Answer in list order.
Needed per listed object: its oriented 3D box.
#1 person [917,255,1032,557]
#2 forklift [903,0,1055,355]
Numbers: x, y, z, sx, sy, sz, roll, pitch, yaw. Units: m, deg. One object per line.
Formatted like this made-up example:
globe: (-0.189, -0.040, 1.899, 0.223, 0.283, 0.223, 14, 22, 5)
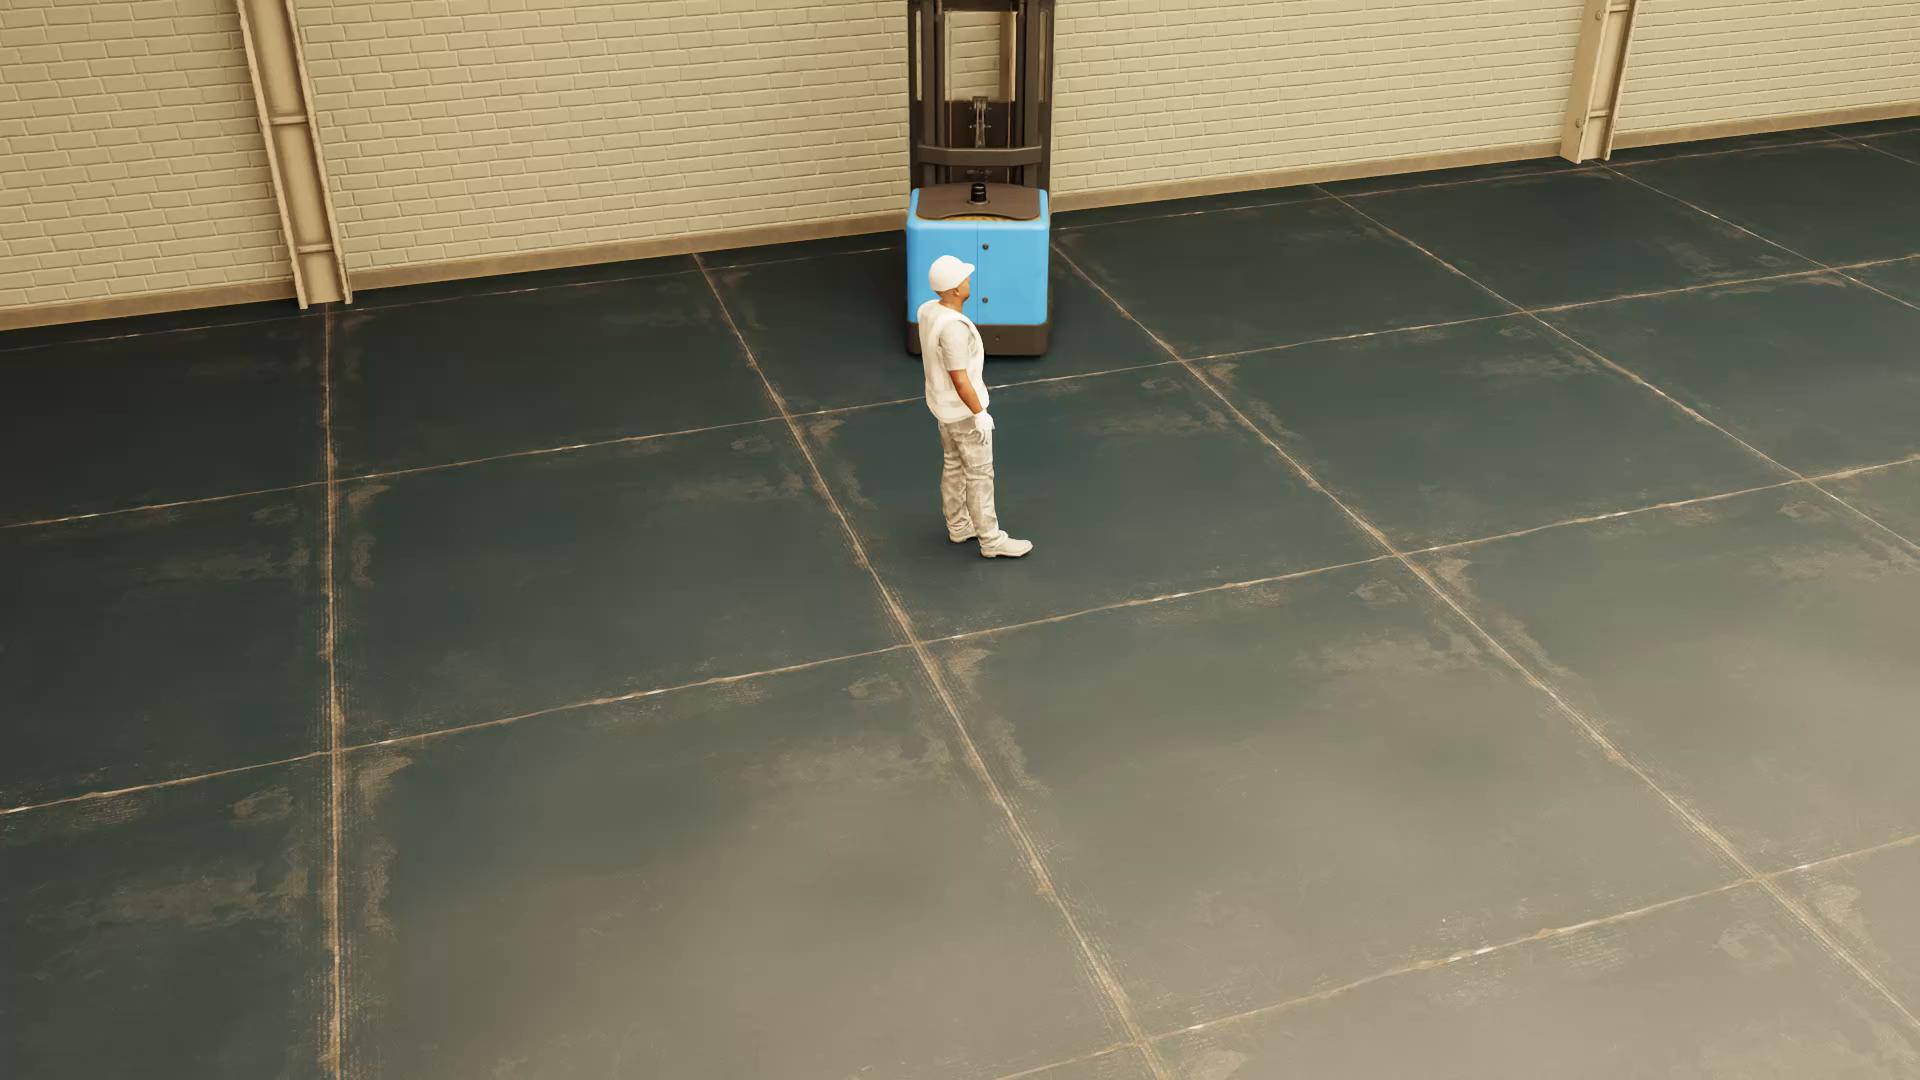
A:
person: (0.071, -0.787, 9.592, 0.575, 1.784, 0.656, -10, 31, -16)
forklift: (0.162, -3.326, 12.868, 1.130, 2.935, 3.031, 1, 30, 1)
